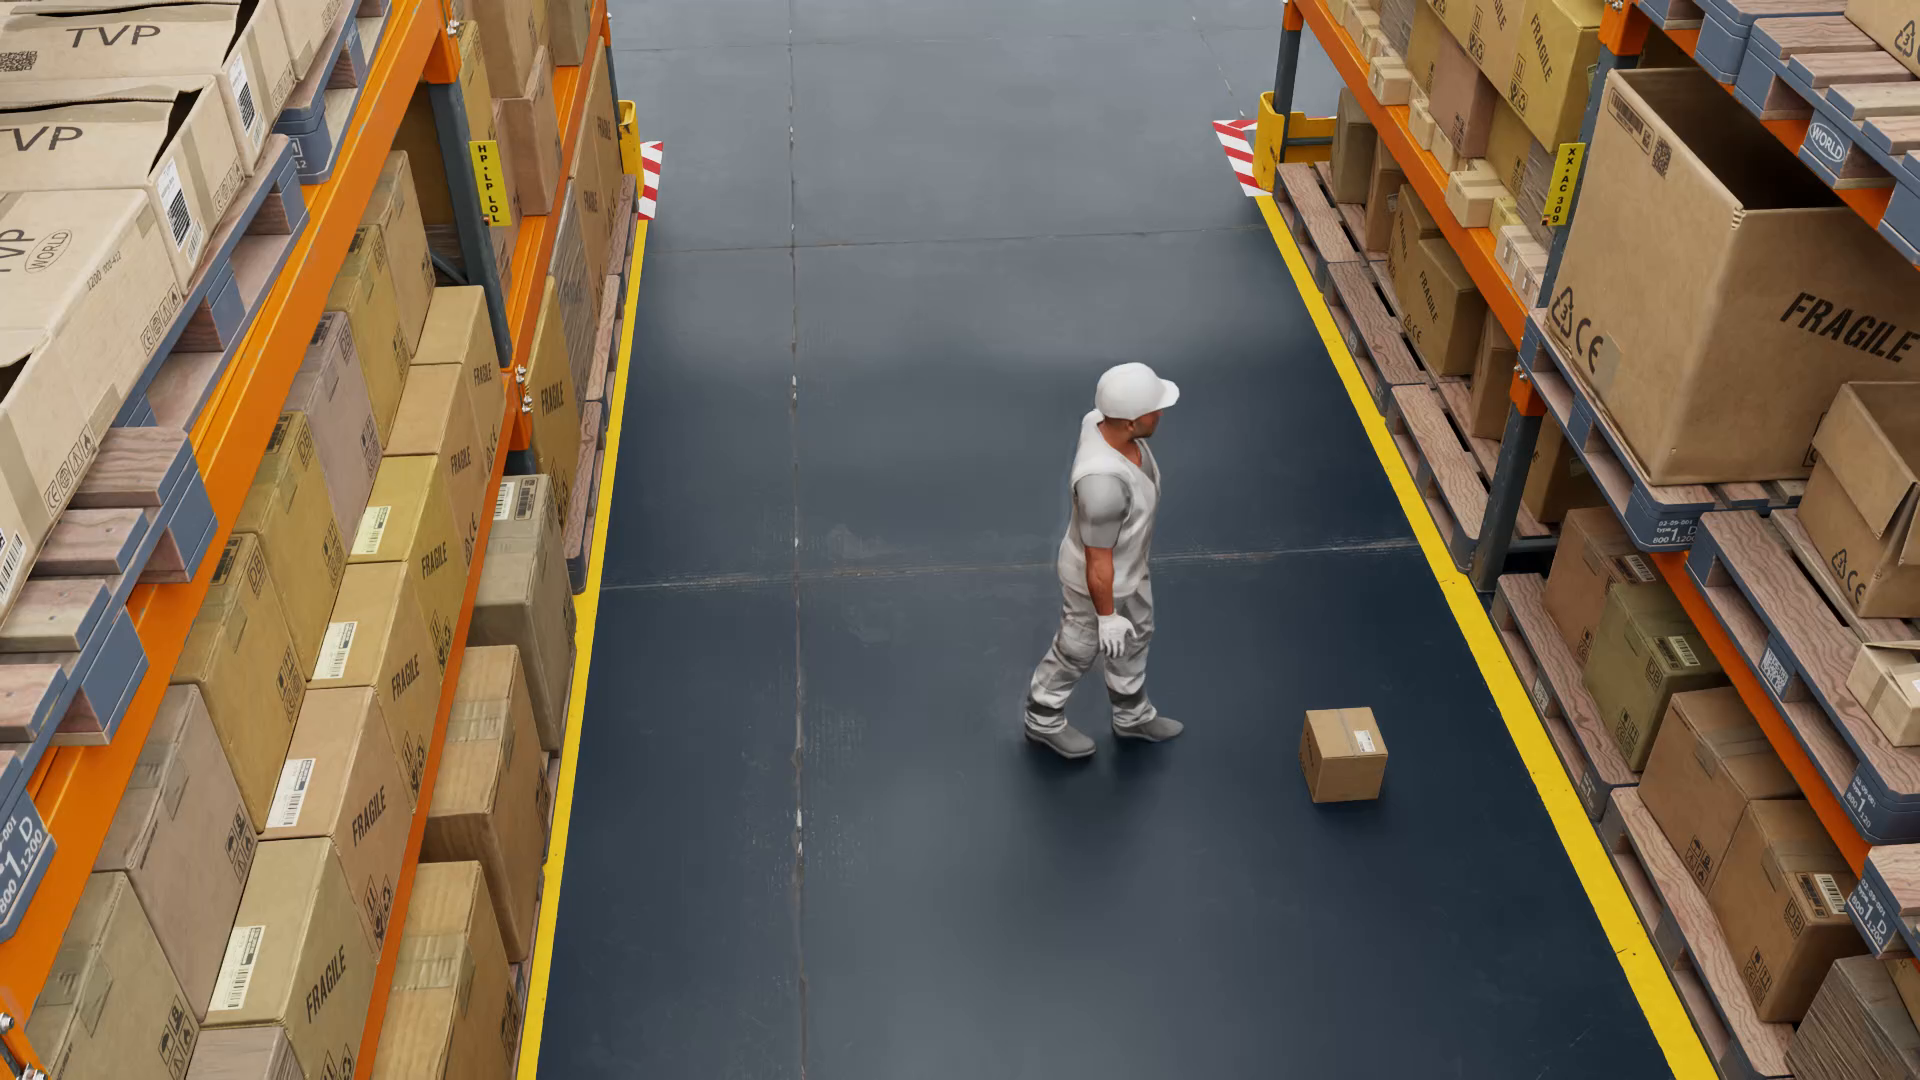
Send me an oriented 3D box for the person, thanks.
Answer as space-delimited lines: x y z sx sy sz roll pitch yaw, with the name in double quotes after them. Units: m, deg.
0.545 0.140 5.966 0.609 1.821 0.577 10 40 13 "person"
